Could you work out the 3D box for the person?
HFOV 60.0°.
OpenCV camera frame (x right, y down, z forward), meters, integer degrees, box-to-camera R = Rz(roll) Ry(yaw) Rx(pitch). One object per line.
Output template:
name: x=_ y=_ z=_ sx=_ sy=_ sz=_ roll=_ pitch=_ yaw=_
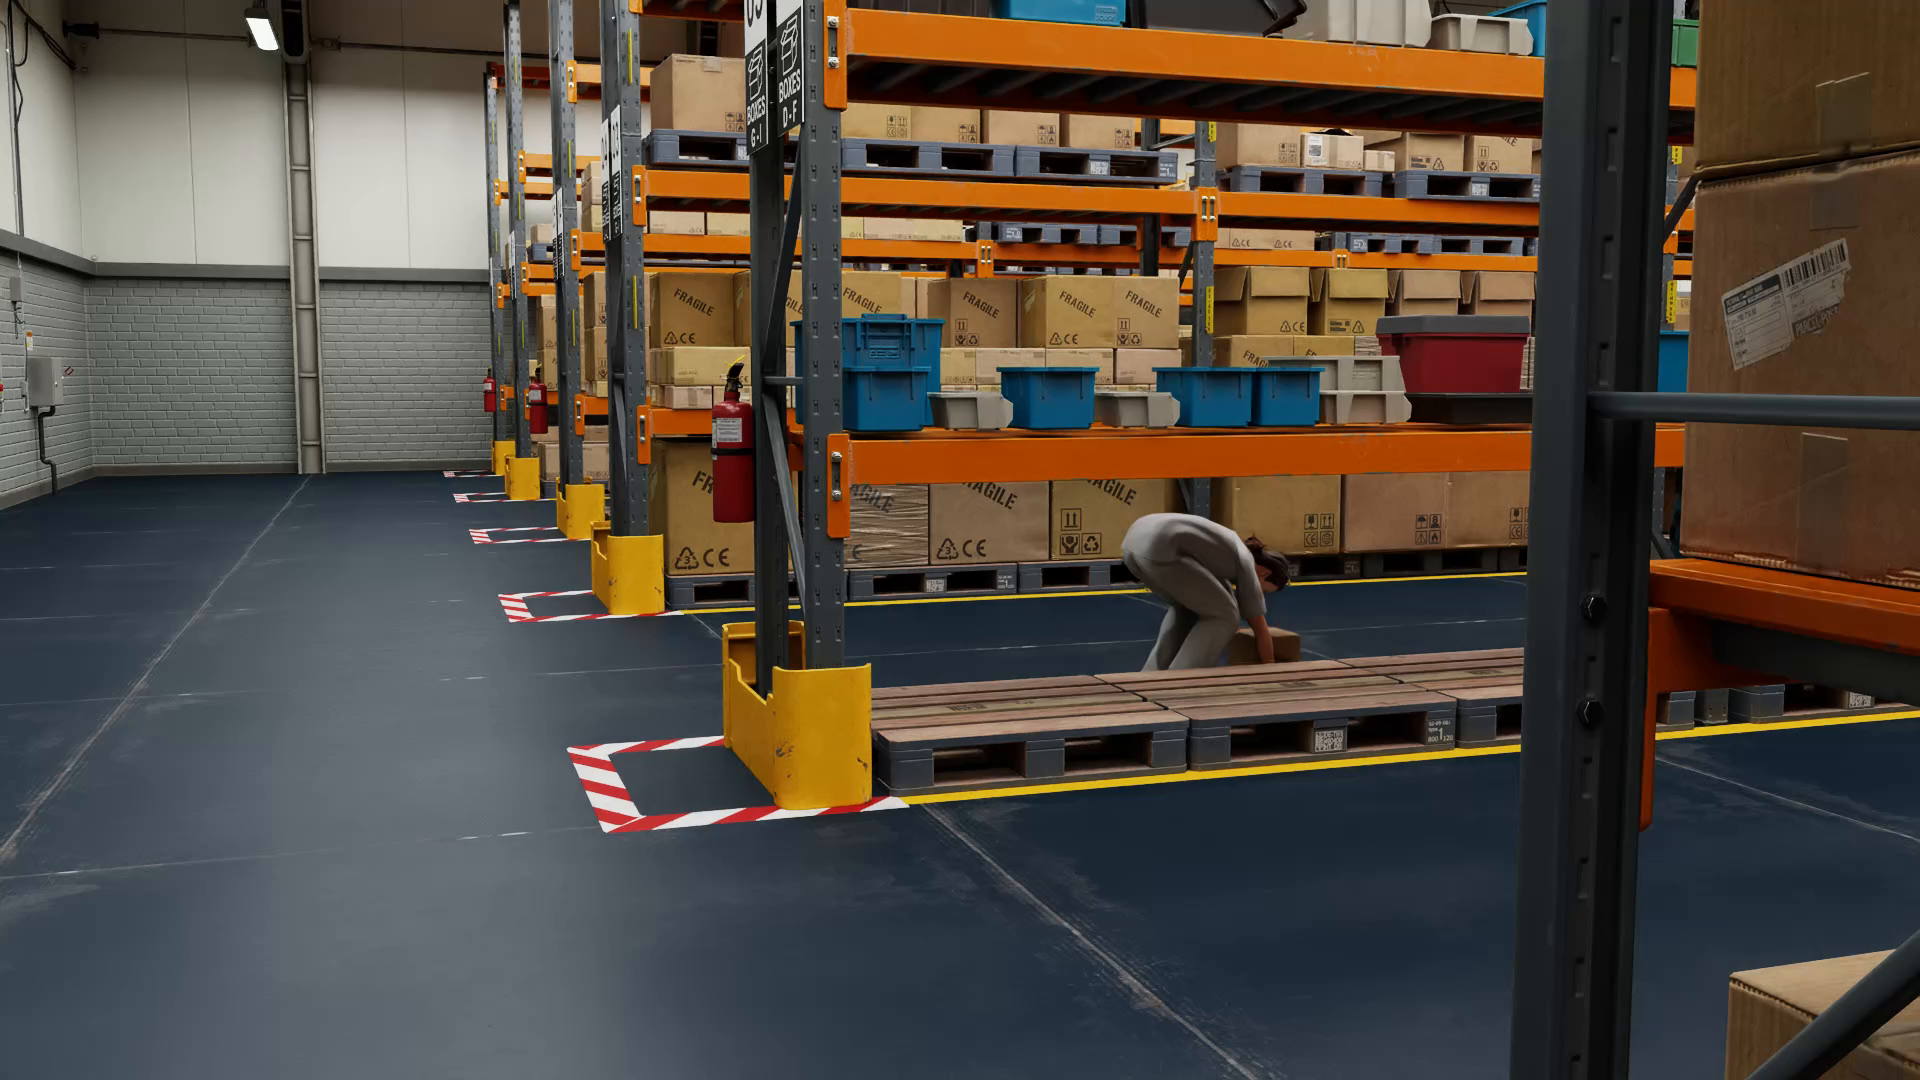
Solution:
person: x=1.191 y=0.271 z=7.824 sx=0.861 sy=0.974 sz=0.455 roll=-2 pitch=6 yaw=-21
